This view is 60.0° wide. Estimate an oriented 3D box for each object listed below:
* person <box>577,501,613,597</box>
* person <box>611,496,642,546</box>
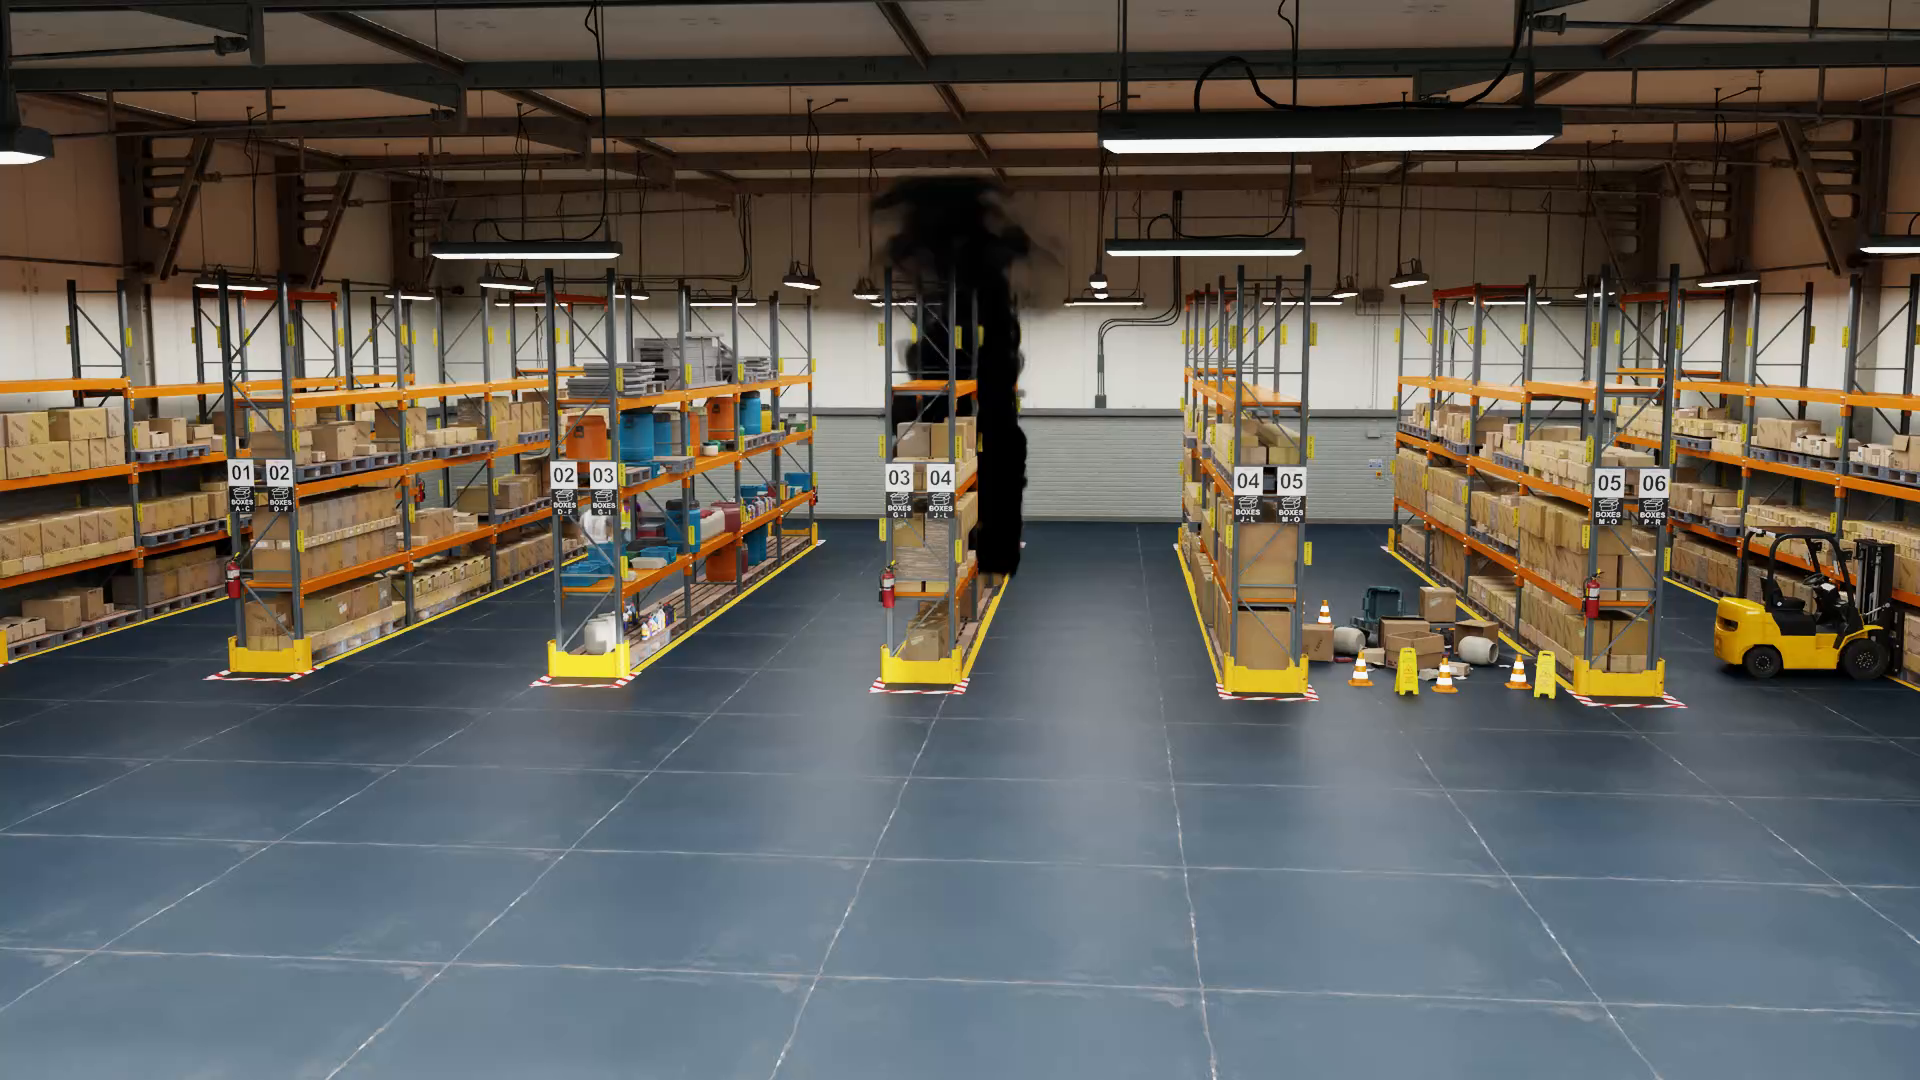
[{"bbox_3d":[-6.726,0.122,30.646,0.667,1.806,0.828,0,7,0],"label":"person"},{"bbox_3d":[-7.171,-0.234,35.621,0.661,1.731,0.833,-1,7,-5],"label":"person"}]
